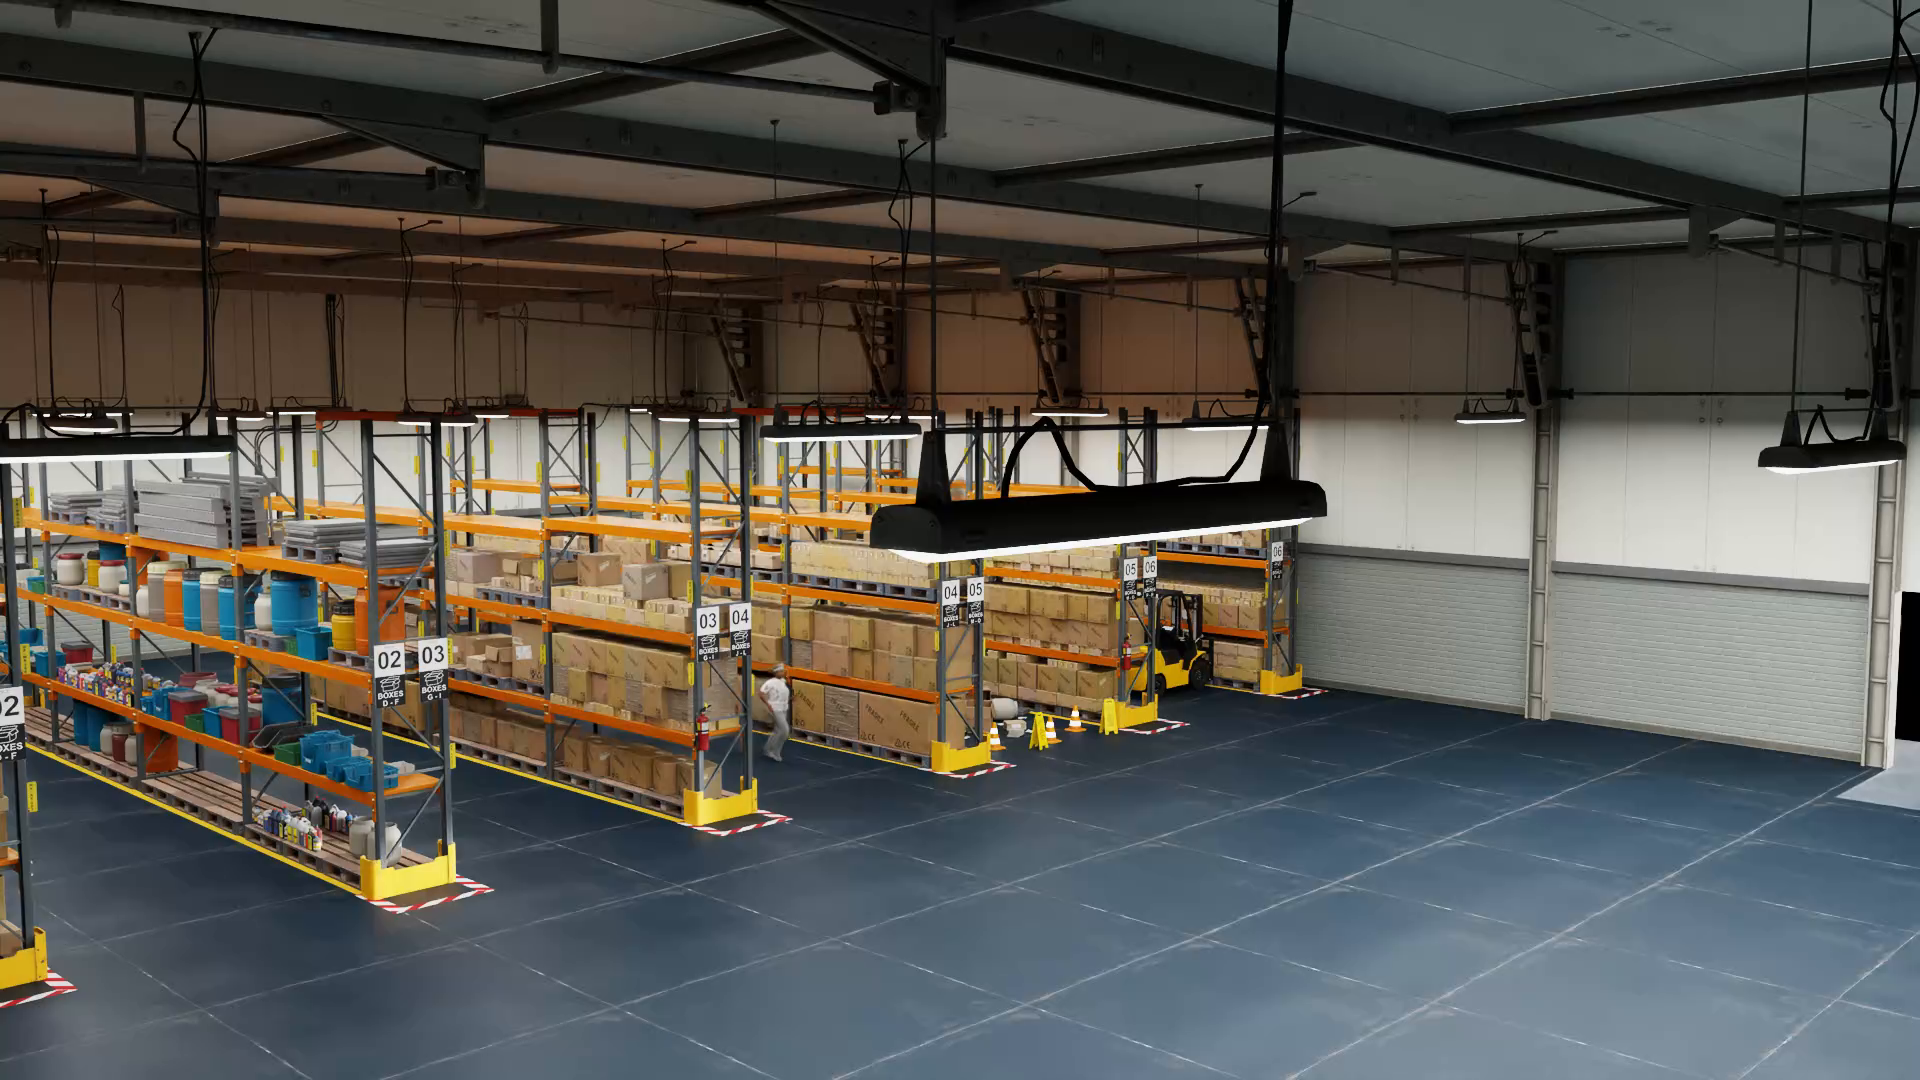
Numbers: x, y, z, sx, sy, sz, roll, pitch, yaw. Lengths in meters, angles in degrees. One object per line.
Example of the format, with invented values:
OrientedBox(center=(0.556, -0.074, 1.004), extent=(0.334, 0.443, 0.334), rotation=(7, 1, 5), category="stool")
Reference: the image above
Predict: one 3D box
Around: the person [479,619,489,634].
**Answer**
OrientedBox(center=(-11.775, 1.844, 41.138), extent=(0.639, 1.749, 0.680), rotation=(3, 6, 31), category="person")

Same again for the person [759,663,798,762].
OrientedBox(center=(-3.111, 2.966, 28.624), extent=(0.689, 1.721, 0.549), rotation=(3, 6, 26), category="person")
